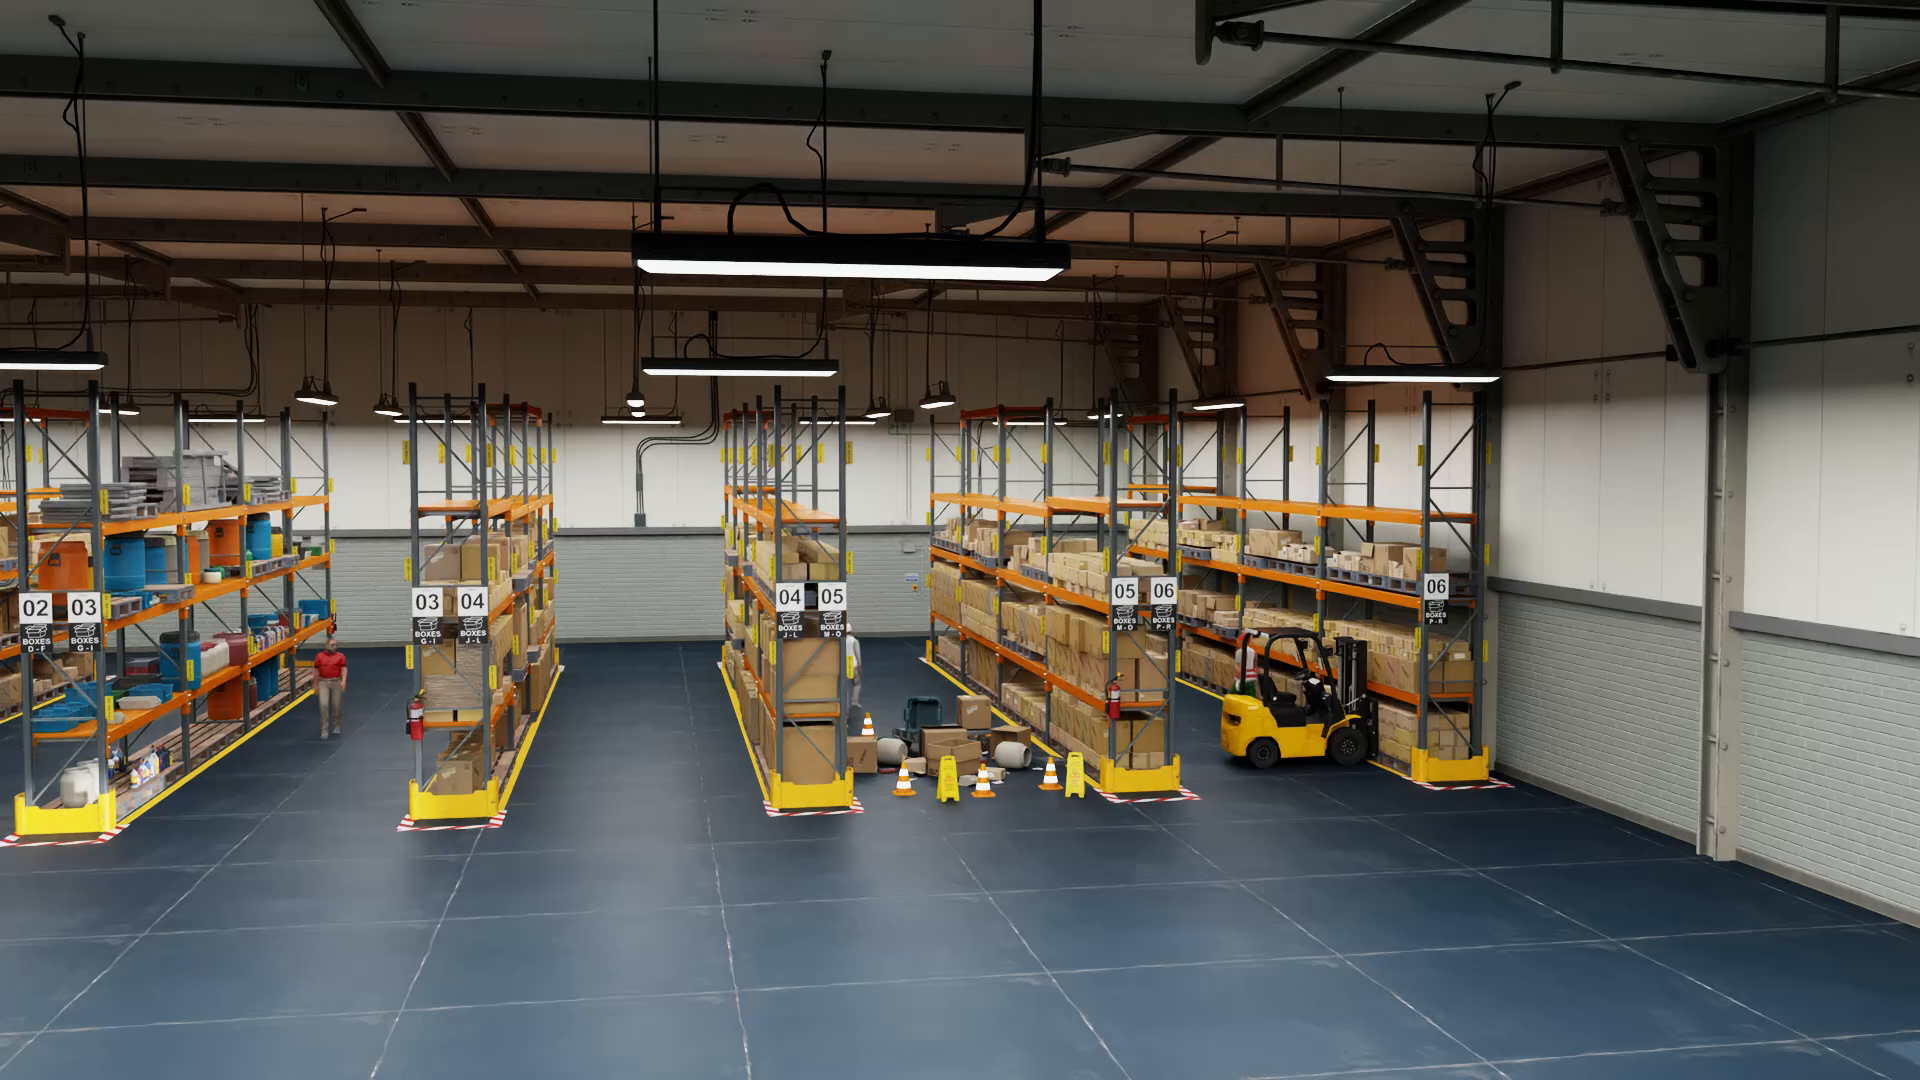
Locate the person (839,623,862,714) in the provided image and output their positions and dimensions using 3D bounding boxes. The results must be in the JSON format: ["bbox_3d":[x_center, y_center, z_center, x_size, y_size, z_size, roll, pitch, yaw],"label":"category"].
[{"bbox_3d":[-2.183,2.478,32.269,0.580,1.761,0.479,0,3,0],"label":"person"}]

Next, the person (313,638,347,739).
[{"bbox_3d":[-11.251,2.647,29.766,0.559,1.737,0.730,-1,3,-26],"label":"person"}]

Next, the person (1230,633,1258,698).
[{"bbox_3d":[5.194,2.590,30.179,0.569,1.807,0.537,-1,3,-24],"label":"person"}]
